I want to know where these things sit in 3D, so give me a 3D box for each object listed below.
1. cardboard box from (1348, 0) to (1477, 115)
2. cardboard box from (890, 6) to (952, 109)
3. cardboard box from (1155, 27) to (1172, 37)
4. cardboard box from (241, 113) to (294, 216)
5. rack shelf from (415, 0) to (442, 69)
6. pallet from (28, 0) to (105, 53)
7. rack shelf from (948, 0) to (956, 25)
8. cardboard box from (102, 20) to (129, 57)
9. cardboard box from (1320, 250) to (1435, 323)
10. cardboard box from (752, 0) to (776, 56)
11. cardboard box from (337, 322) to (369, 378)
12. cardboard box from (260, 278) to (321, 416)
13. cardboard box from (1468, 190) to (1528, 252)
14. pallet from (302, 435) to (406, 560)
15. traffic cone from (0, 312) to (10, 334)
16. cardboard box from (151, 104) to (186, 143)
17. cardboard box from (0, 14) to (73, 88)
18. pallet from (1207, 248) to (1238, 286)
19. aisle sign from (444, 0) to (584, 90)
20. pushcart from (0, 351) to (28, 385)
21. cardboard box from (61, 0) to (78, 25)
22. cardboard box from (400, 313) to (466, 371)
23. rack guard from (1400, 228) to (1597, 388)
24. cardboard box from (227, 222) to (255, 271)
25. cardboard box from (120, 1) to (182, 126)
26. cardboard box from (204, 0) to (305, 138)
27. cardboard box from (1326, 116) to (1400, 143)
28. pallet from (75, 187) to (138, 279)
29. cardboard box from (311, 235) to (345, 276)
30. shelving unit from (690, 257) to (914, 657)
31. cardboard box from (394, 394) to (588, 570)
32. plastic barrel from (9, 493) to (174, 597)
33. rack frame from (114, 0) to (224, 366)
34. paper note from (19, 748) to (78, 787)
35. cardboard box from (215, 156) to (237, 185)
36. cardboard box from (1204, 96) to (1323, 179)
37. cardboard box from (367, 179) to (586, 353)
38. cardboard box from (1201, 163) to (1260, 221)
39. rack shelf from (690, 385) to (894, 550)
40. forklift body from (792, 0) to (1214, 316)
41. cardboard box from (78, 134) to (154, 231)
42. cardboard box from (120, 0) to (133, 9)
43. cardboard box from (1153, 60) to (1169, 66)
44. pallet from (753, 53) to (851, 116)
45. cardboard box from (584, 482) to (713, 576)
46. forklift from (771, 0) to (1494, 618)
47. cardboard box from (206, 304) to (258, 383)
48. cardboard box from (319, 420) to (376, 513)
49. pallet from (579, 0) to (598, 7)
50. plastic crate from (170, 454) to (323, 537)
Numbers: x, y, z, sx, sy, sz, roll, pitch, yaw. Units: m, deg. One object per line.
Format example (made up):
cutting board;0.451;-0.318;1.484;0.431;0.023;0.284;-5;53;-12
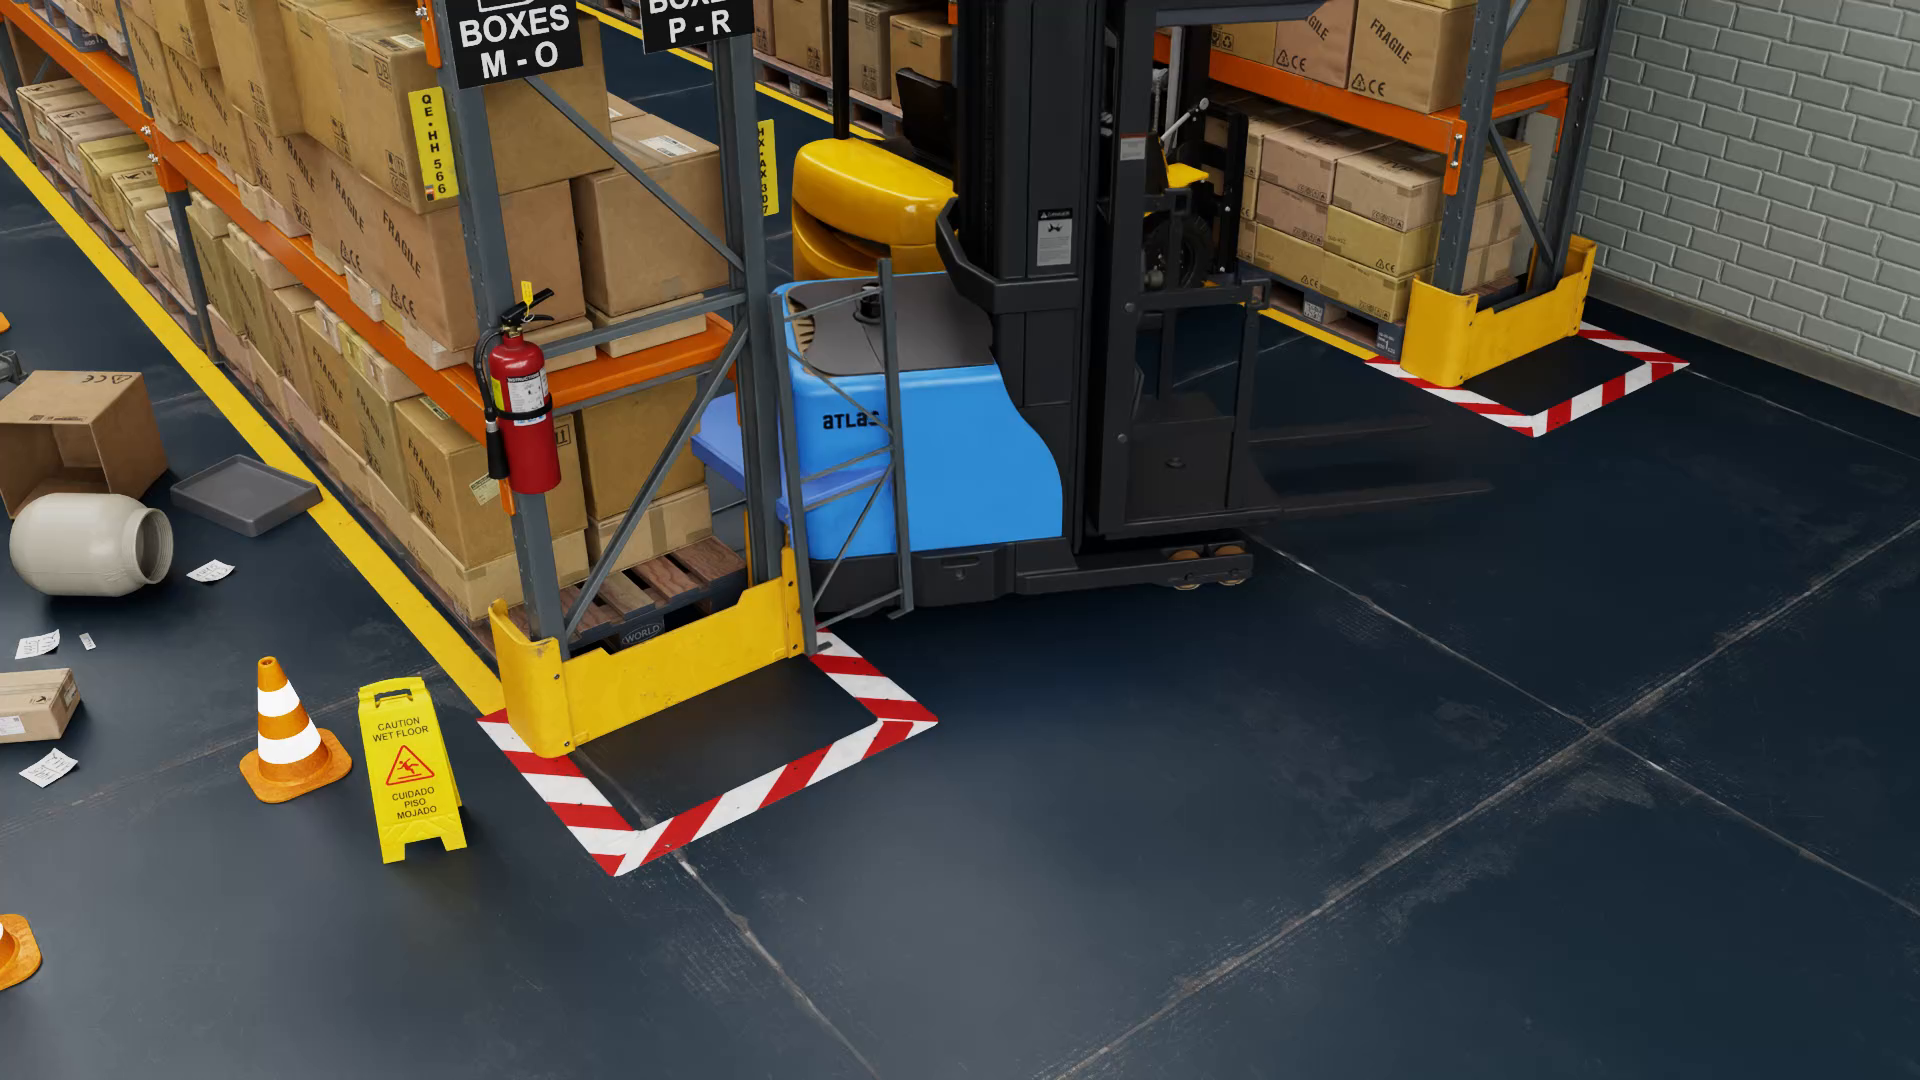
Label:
cardboard box;2.319;-2.473;8.295;0.500;0.500;0.500;-23;39;-32
cardboard box;0.046;-3.361;11.672;0.875;0.625;0.625;-20;37;-29
cardboard box;1.376;-3.112;9.323;0.500;0.500;0.500;-22;38;-31
cardboard box;-2.544;-1.646;6.681;0.500;0.500;0.500;-22;38;-31
rack shelf;-2.317;-2.506;6.280;1.077;0.370;4.000;-22;38;-31
pallet;-4.750;-3.144;9.651;1.003;0.211;1.213;-22;38;-31
rack shelf;-0.851;-4.506;12.344;1.077;0.370;4.000;-22;38;-31
cardboard box;-4.077;-2.567;8.380;0.380;0.149;0.250;-22;38;-31
cardboard box;2.290;-1.415;8.893;0.500;0.250;0.500;-22;38;-31
cardboard box;-1.299;-4.280;13.152;0.875;0.625;0.625;-21;37;-30
cardboard box;-2.218;-0.794;6.569;0.380;0.149;0.250;-22;38;-31
cardboard box;-2.741;-0.930;7.402;0.500;0.500;0.500;-20;37;-29
cardboard box;2.704;-1.797;9.034;0.500;0.250;0.500;-21;38;-31
pallet;-2.351;-0.409;7.708;1.003;0.211;1.213;-22;38;-31
traffic cone;-5.410;-1.357;8.996;0.336;0.463;0.334;-22;38;-31
cardboard box;-3.604;-2.029;7.911;0.380;0.149;0.250;-22;38;-32
cardboard box;-6.354;-3.628;11.864;0.875;0.875;0.875;-23;38;-32
pallet;1.582;-1.940;10.173;1.003;0.211;1.213;-22;38;-31
aisle sign;-1.282;-1.688;4.661;0.394;0.787;0.004;-22;38;-31
pushcart;-5.314;-0.498;7.694;0.936;0.377;1.648;18;36;27
cardboard box;-4.570;-2.884;8.890;0.380;0.149;0.250;-22;38;-31
cardboard box;-1.732;-0.753;5.857;0.380;0.149;0.250;-23;38;-32
rack guard;2.843;-1.239;8.771;1.175;0.500;0.348;-22;38;-31
cardboard box;-3.049;-1.357;7.474;0.380;0.149;0.250;-21;37;-30
cardboard box;-3.494;-2.266;7.678;0.500;0.500;0.500;-22;38;-32
cardboard box;-2.275;-1.832;6.032;0.700;0.500;0.500;-23;38;-32
cardboard box;2.373;-2.215;9.233;0.500;0.250;0.500;-22;38;-31
pallet;-4.774;-2.019;10.300;1.003;0.211;1.213;-22;38;-31
cardboard box;-2.329;-1.194;6.567;0.380;0.149;0.250;-23;38;-32
shelving unit;-0.727;-0.482;6.511;0.538;1.500;1.048;-23;37;-30
cardboard box;-1.788;-0.282;6.358;0.500;0.500;0.500;-22;38;-31
plastic barrel;-3.553;0.020;6.817;0.512;0.421;0.421;1;32;2
rack frame;-3.544;-2.370;8.224;1.000;3.000;0.127;-22;38;-31
paper note;-3.243;0.808;5.920;0.142;0.019;0.148;18;36;27
cardboard box;-3.097;-1.725;7.422;0.380;0.149;0.250;-21;38;-30
cardboard box;1.664;-2.255;9.298;0.500;0.250;0.500;-22;38;-31
cardboard box;-1.641;-1.009;5.655;0.500;0.500;0.500;-23;39;-32
cardboard box;1.650;-2.056;9.452;0.500;0.250;0.500;-23;39;-32
rack shelf;-0.720;-0.329;6.606;0.538;0.185;1.000;-23;37;-30
forklift body;0.224;-2.150;8.674;2.313;2.155;1.214;-22;38;-31
cardboard box;-4.738;-2.238;10.103;0.950;0.372;0.625;-21;37;-30
cardboard box;-3.445;-2.710;7.447;0.700;0.500;0.500;-23;38;-32
cardboard box;1.452;-2.849;10.255;0.500;0.250;0.500;-22;38;-31
pallet;-0.860;-3.597;12.841;1.003;0.211;1.213;-22;38;-31
cardboard box;-1.367;-0.139;6.839;0.500;0.250;0.500;-23;38;-32
forklift;0.759;-1.304;6.571;3.031;2.935;1.130;-6;32;-9
cardboard box;-3.395;-1.048;8.302;0.500;0.250;0.500;-24;39;-33
cardboard box;-2.436;-0.398;7.256;0.500;0.250;0.500;-24;39;-33
pallet;-3.250;-5.292;15.570;1.003;0.211;1.213;-22;38;-31
plastic crate;-3.229;-0.211;7.513;0.583;0.080;0.402;18;36;27
